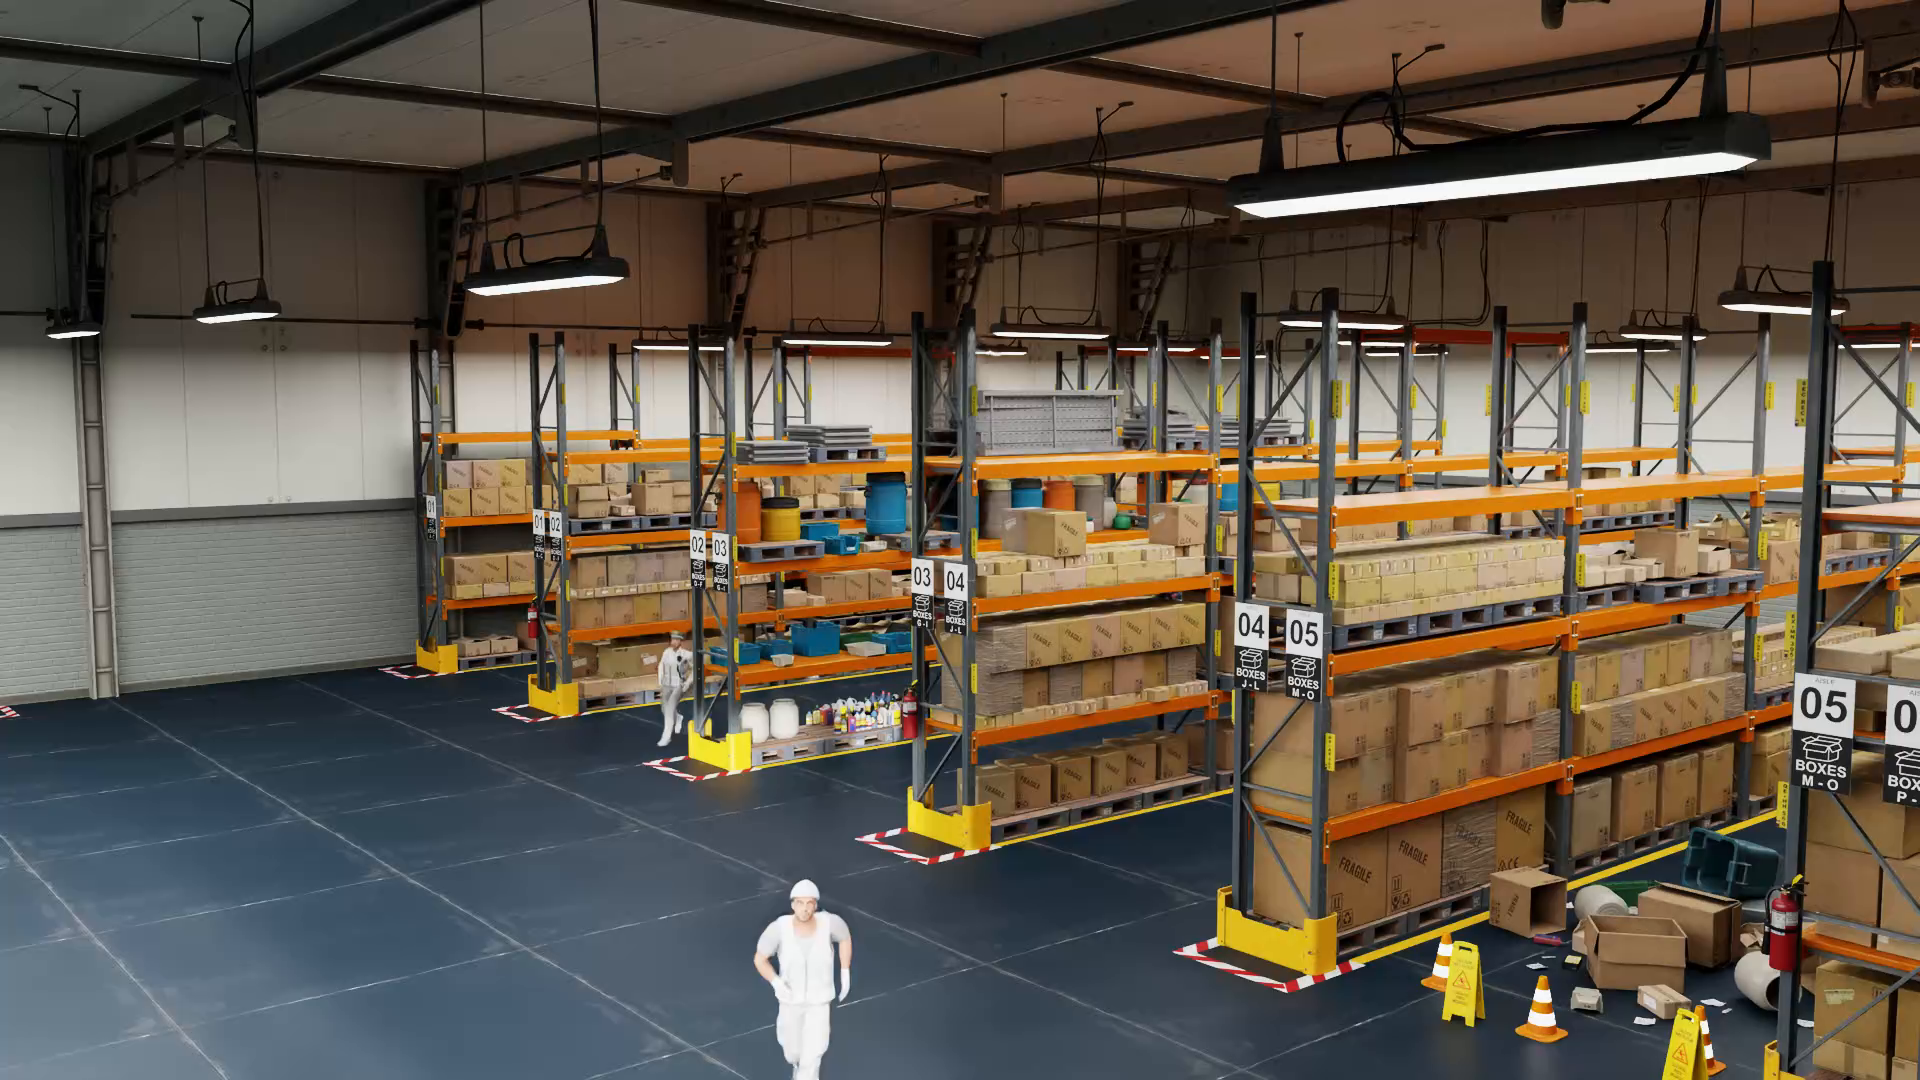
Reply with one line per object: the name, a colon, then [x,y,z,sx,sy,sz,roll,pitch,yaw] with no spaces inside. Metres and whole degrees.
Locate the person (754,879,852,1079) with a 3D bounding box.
person: [-1.088,3.207,11.591,0.685,1.775,1.030,-1,5,-5]

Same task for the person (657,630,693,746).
person: [-4.079,2.127,24.119,0.665,1.693,0.705,2,6,21]

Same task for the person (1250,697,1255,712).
person: [4.549,1.978,24.847,0.988,1.803,0.683,-4,7,-36]
